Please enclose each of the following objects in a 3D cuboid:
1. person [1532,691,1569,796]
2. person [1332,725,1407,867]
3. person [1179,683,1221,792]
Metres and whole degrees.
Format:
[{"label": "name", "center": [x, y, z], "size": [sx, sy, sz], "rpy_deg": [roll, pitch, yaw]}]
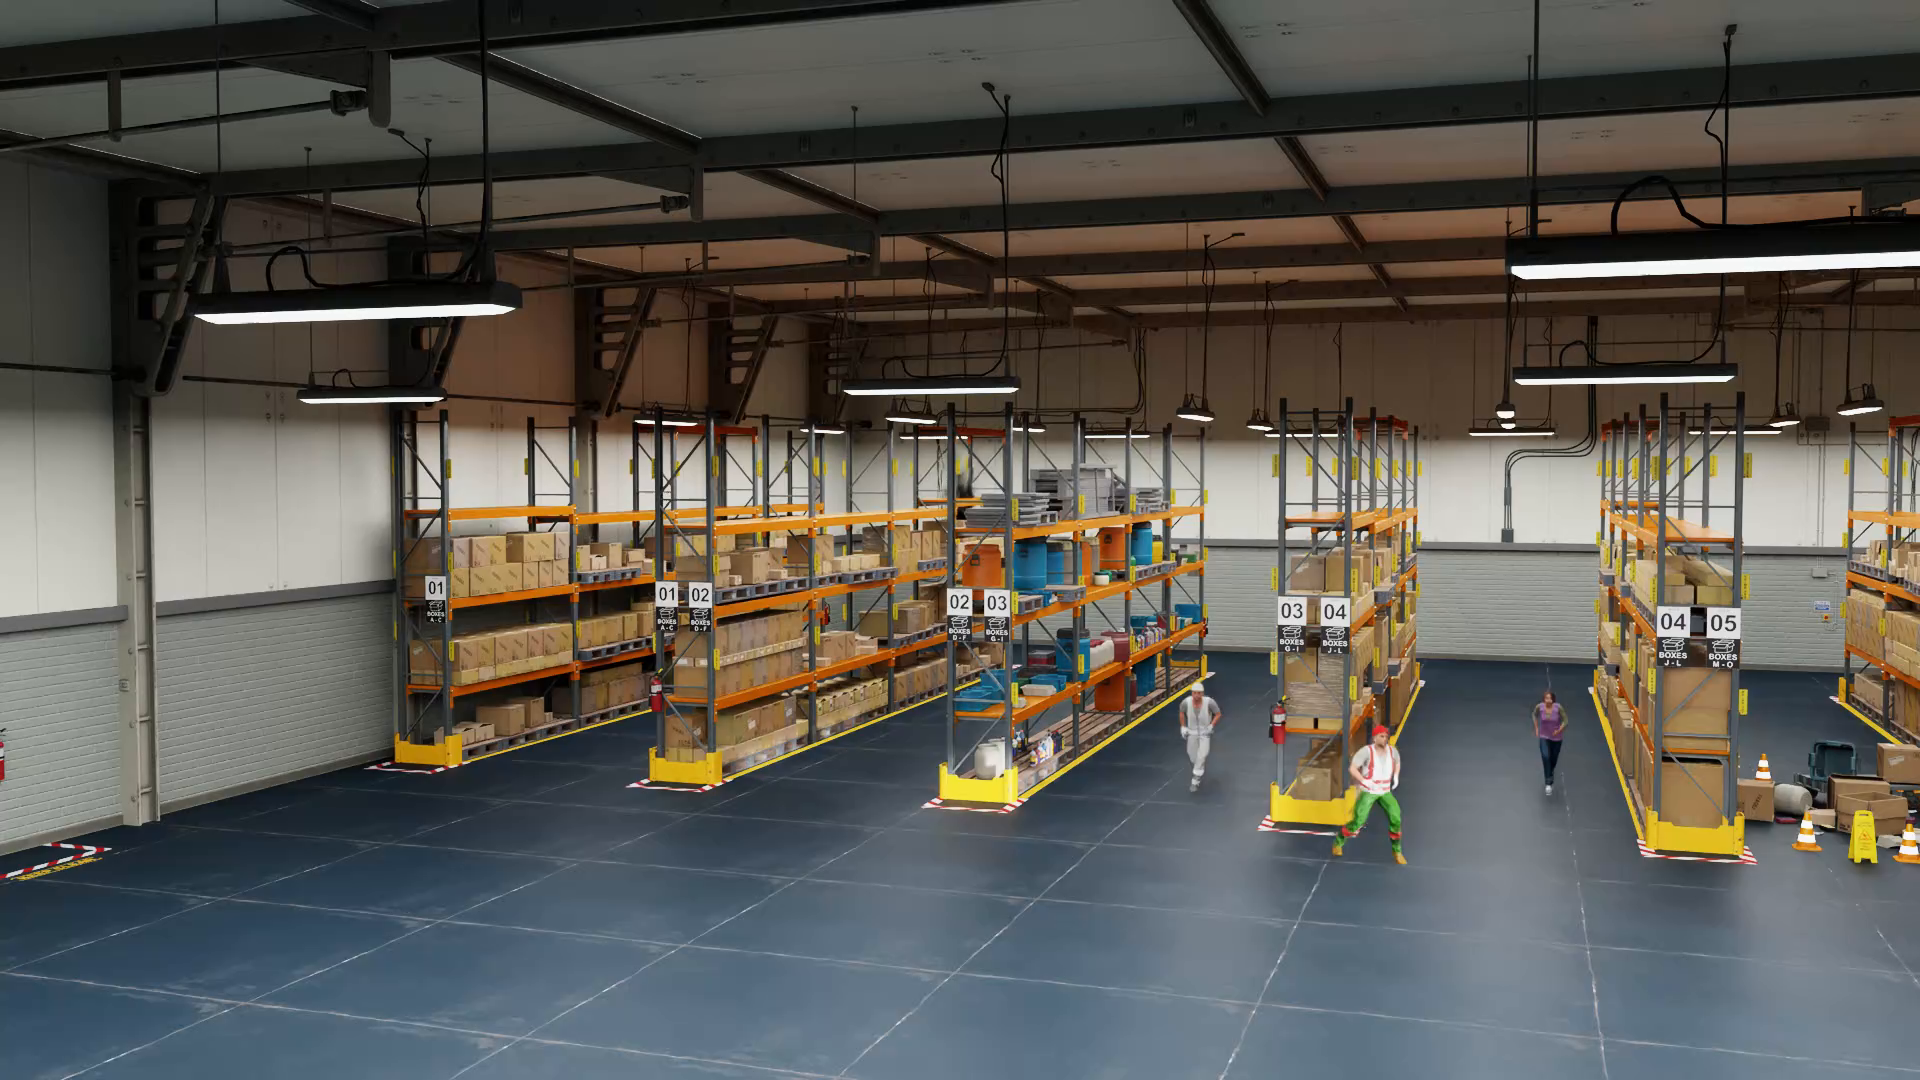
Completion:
[{"label": "person", "center": [9.194, 3.109, 25.910], "size": [0.539, 1.585, 1.002], "rpy_deg": [1, 3, 20]}, {"label": "person", "center": [5.253, 3.227, 21.179], "size": [0.896, 1.773, 0.753], "rpy_deg": [-1, 3, -16]}, {"label": "person", "center": [3.753, 3.053, 25.986], "size": [0.657, 1.717, 0.886], "rpy_deg": [1, 3, 13]}]
